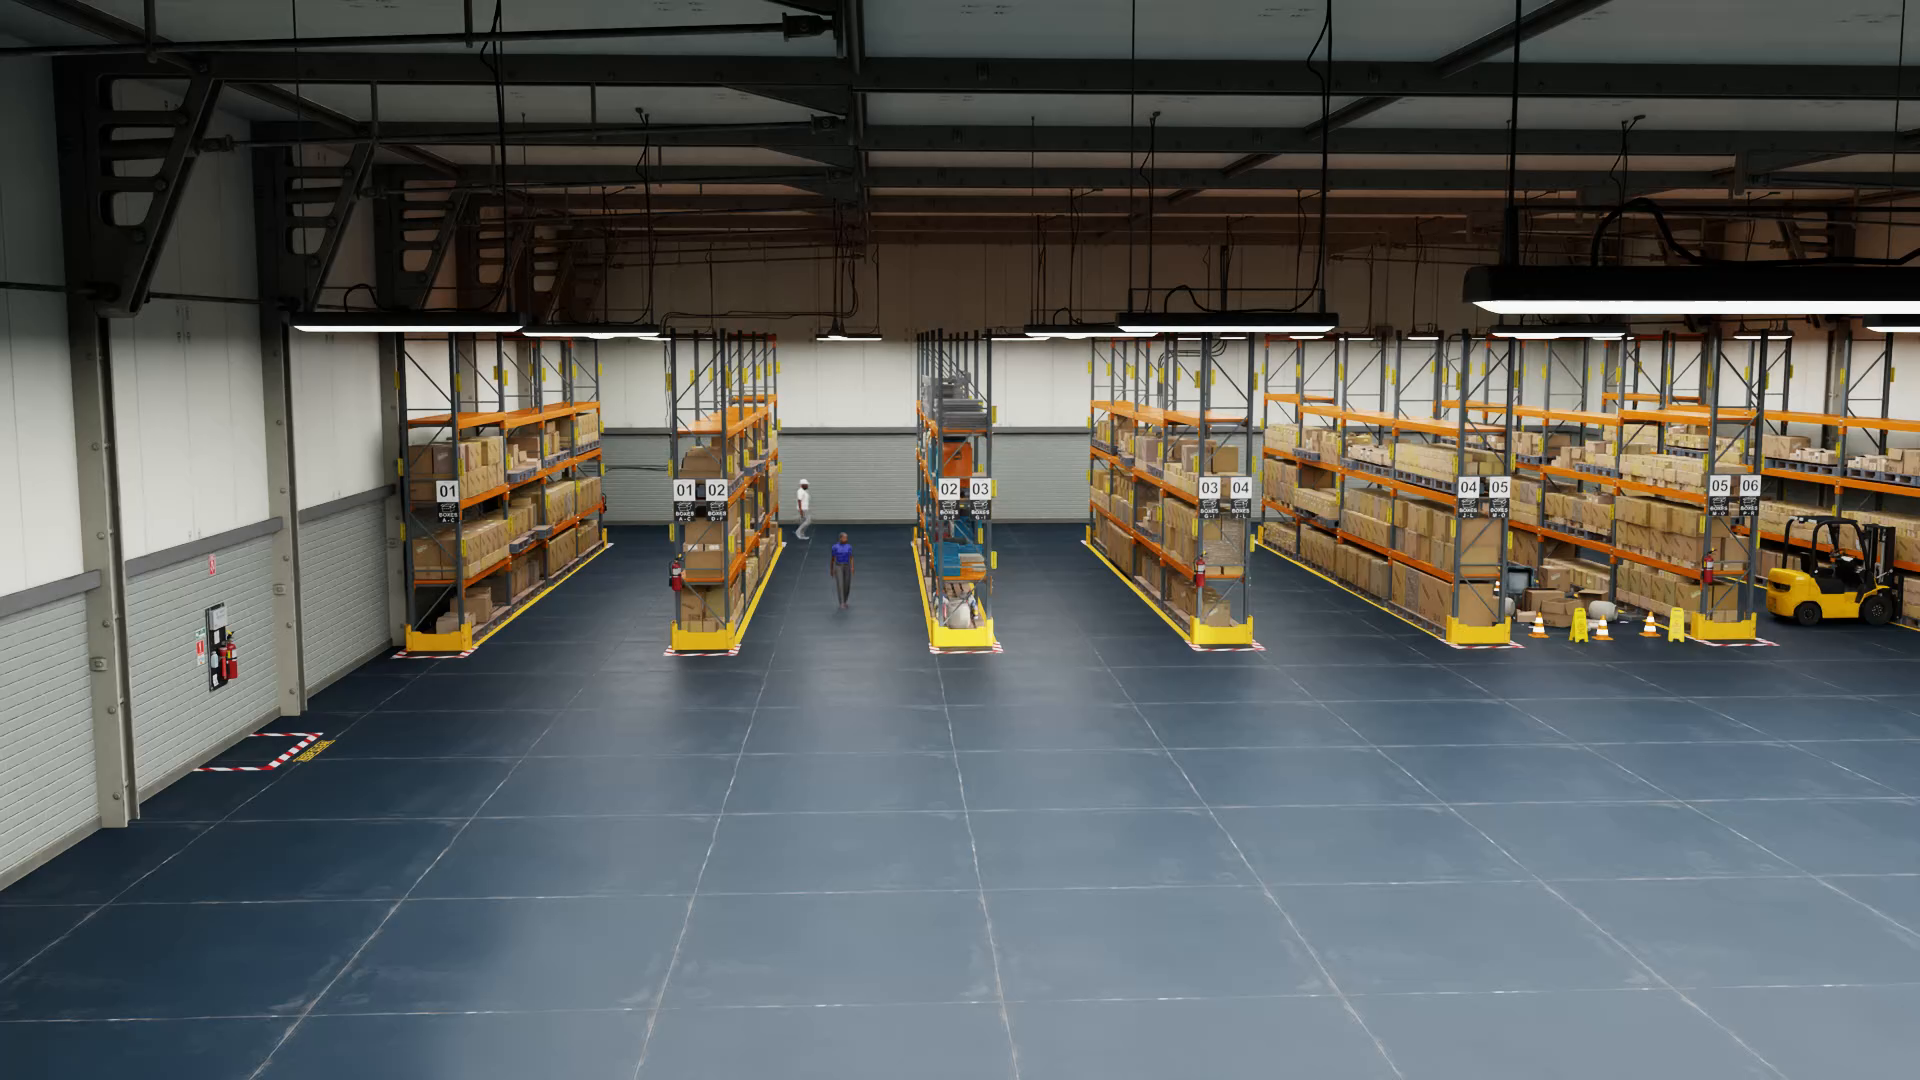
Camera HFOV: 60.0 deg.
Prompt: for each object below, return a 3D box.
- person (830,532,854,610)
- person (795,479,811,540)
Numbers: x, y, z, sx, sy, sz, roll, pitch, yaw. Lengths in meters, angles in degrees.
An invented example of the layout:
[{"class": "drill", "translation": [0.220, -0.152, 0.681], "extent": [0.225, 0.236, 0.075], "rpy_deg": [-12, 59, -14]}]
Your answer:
[{"class": "person", "translation": [-2.516, 0.670, 36.179], "extent": [0.477, 1.651, 0.744], "rpy_deg": [-3, 7, -25]}, {"class": "person", "translation": [-4.599, -0.888, 48.526], "extent": [0.480, 1.763, 0.594], "rpy_deg": [-1, 7, -10]}]
